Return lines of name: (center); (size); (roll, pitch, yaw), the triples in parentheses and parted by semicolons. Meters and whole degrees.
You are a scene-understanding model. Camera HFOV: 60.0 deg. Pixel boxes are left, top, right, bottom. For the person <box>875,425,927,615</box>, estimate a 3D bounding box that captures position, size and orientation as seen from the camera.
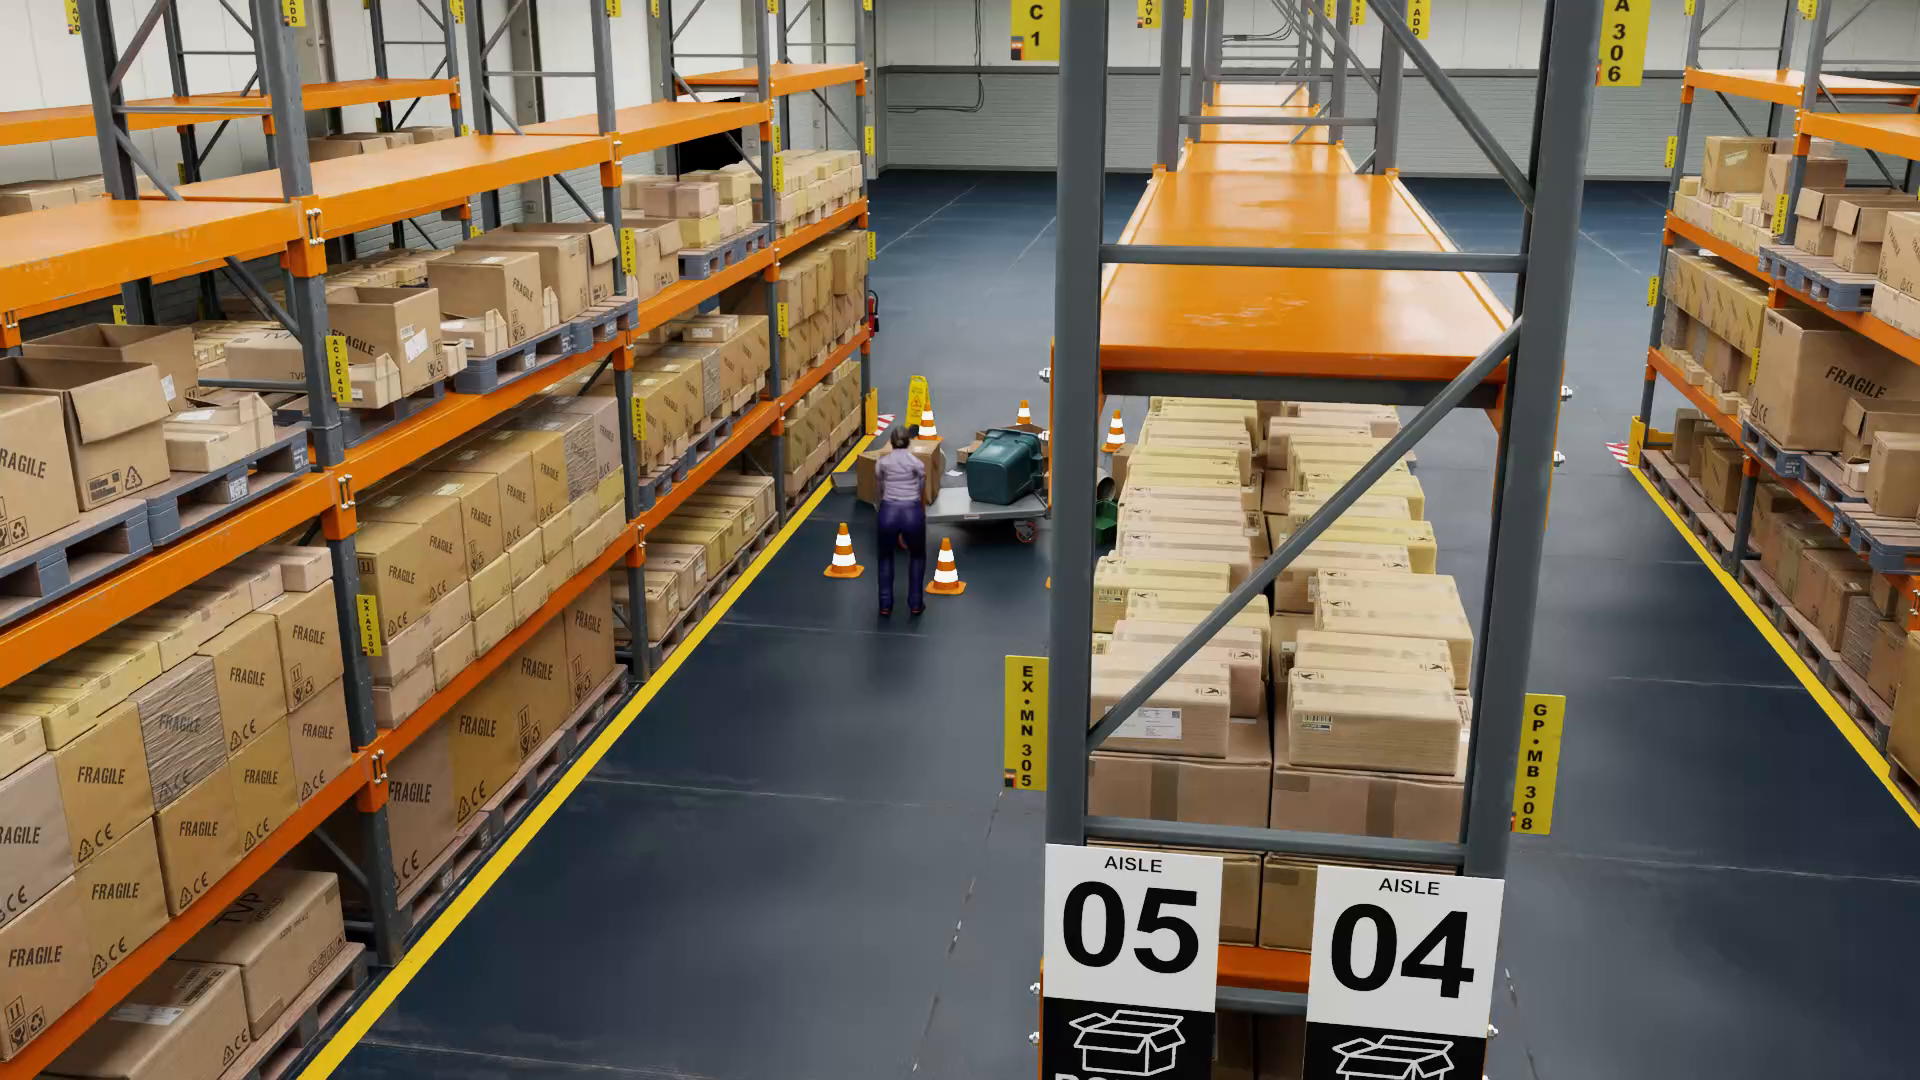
person: (-0.496, -0.171, 14.094); (0.431, 1.625, 0.559); (1, 18, 4)
